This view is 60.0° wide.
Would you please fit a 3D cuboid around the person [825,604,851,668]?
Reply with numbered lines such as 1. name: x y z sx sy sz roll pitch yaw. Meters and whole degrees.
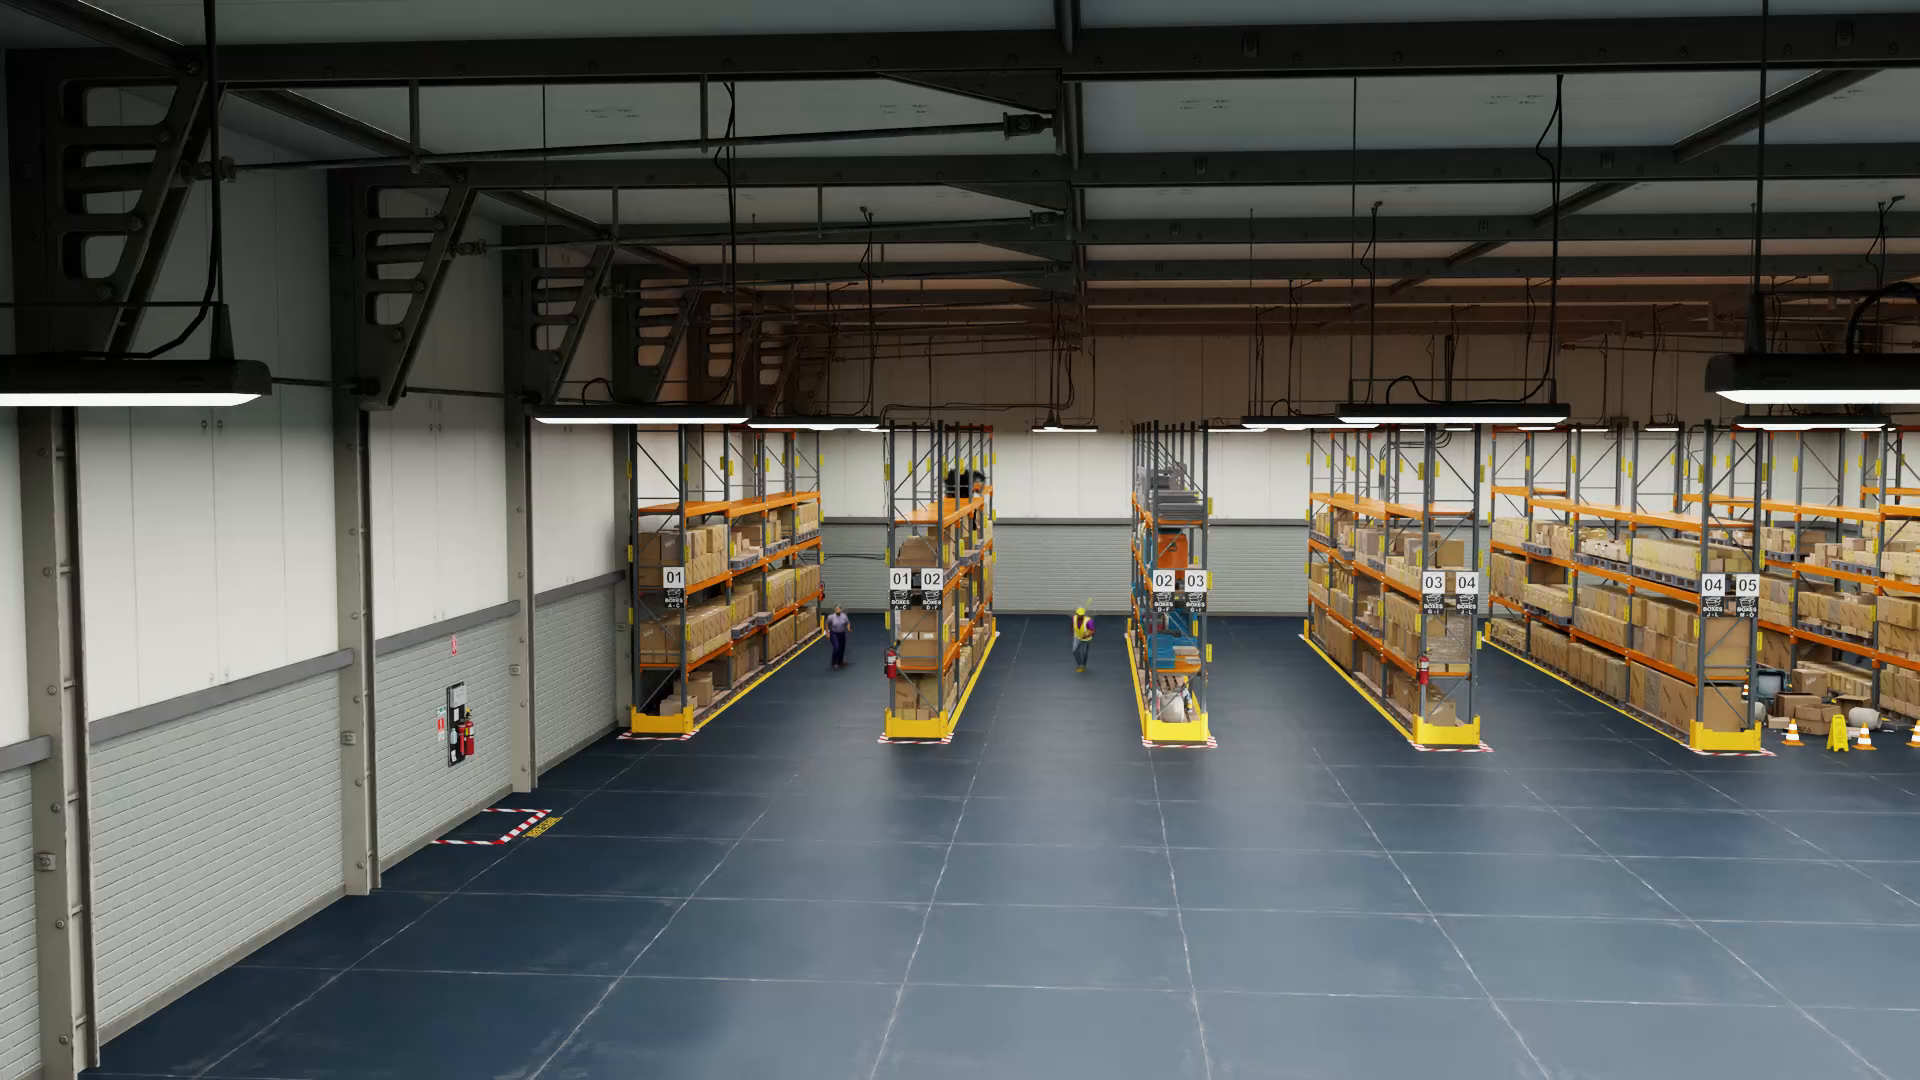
1. person: -2.961 2.383 40.993 0.637 1.625 0.817 -3 4 -36

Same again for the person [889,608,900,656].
1. person: -1.504 2.159 42.508 0.679 1.736 0.585 0 4 3

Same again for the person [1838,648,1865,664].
1. person: 22.046 2.202 41.255 0.690 1.752 1.063 0 4 -5

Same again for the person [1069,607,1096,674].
1. person: 2.955 2.372 39.998 0.715 1.597 1.077 1 4 17
